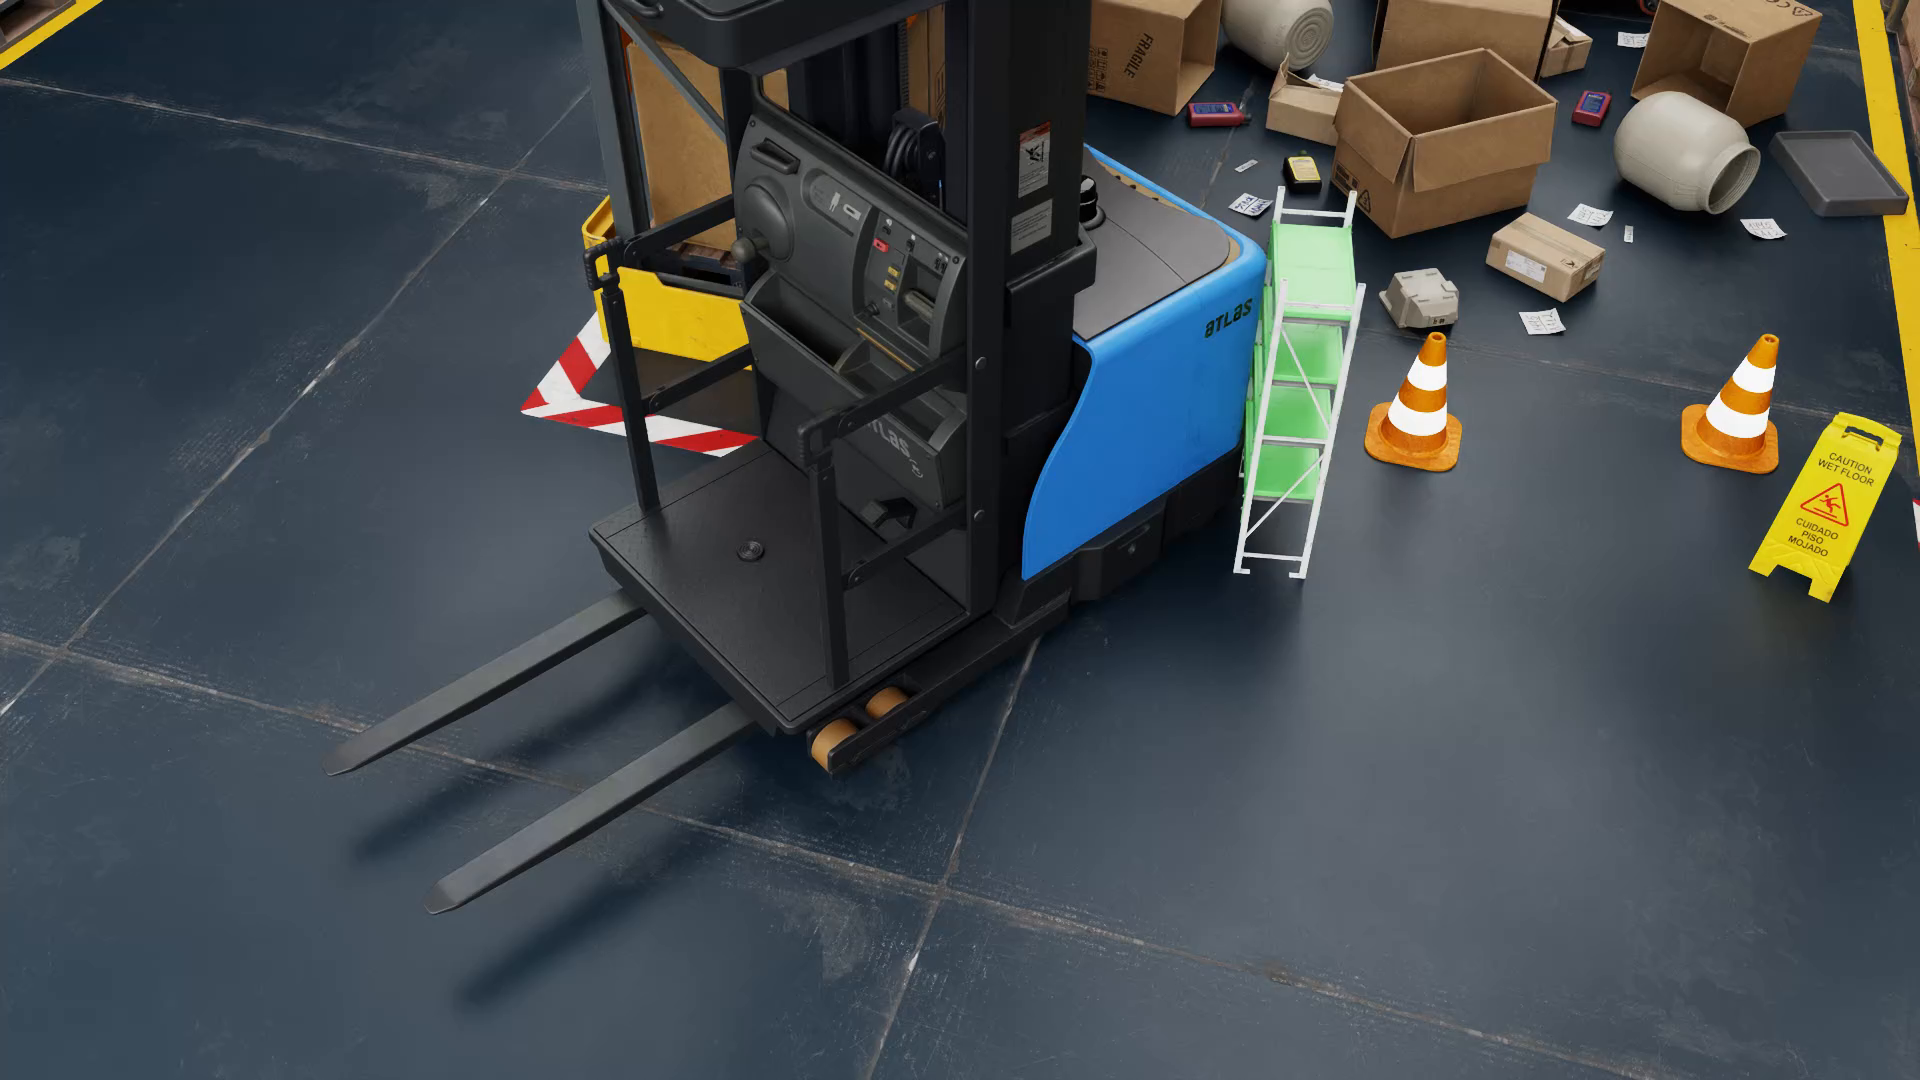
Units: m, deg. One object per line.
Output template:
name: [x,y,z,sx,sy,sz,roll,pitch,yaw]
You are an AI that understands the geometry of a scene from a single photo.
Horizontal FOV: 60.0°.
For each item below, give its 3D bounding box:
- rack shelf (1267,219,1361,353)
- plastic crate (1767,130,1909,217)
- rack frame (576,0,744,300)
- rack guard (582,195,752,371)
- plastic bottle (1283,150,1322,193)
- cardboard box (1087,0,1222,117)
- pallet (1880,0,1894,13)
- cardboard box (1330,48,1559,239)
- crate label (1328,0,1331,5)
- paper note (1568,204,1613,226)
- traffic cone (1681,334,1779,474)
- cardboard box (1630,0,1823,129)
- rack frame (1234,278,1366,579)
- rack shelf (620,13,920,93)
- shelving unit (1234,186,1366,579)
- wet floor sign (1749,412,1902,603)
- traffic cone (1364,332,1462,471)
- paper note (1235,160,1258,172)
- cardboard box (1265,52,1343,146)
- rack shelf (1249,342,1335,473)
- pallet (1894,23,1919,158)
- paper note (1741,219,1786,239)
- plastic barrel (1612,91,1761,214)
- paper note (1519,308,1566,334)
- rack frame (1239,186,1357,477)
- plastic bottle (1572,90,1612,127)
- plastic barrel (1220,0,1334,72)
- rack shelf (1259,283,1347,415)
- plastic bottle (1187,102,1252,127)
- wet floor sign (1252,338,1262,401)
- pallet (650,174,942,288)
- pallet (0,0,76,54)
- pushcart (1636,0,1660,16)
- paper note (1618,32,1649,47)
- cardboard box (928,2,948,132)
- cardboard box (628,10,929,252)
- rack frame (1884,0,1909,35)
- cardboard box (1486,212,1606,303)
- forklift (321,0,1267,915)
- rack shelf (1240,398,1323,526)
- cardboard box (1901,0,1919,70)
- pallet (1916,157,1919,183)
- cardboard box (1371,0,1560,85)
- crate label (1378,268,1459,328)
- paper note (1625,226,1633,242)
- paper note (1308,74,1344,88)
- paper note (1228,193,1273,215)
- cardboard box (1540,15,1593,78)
rack shelf: [1.076,-0.781,5.095,0.258,0.148,0.480,5,45,5]
plastic crate: [3.886,-1.632,7.360,0.402,0.080,0.583,-2,44,-2]
rack frame: [-0.817,-1.863,5.509,1.000,3.000,0.127,13,46,13]
rack guard: [-0.824,-0.953,6.367,1.175,0.500,0.348,13,46,13]
plastic bottle: [1.513,-1.641,7.383,0.133,0.061,0.283,-2,44,-2]
cardboard box: [0.903,-2.384,7.828,0.500,0.500,0.500,20,48,19]
pallet: [5.377,-3.071,8.737,1.003,0.211,1.213,13,46,13]
cardboard box: [2.051,-1.697,7.124,0.797,0.503,0.637,-16,47,-16]
crate label: [1.719,-2.721,8.433,0.298,0.136,0.250,-16,47,-16]
paper note: [2.721,-1.403,7.170,0.148,0.019,0.142,28,51,26]
traffic cone: [2.832,-0.535,5.966,0.336,0.463,0.334,13,46,13]
cardboard box: [3.522,-2.229,7.669,0.500,0.500,0.500,-24,49,-22]
rack frame: [1.048,-0.314,5.213,0.240,1.200,0.015,5,45,5]
rack shelf: [-0.211,-2.939,7.123,1.077,0.370,4.000,13,46,13]
shelving unit: [1.076,-0.483,5.386,0.258,1.200,0.503,5,45,5]
wet floor sign: [2.854,-0.140,5.432,0.267,0.644,0.232,28,51,26]
traffic cone: [1.671,-0.543,5.974,0.336,0.463,0.334,13,46,13]
paper note: [1.285,-1.678,7.458,0.123,0.001,0.032,-33,53,-29]
cardboard box: [1.629,-2.016,7.620,0.396,0.266,0.258,20,48,19]
rack shelf: [1.076,-0.438,5.431,0.258,0.148,0.480,5,45,5]
pallet: [4.973,-2.096,7.741,1.003,0.211,1.213,13,46,13]
paper note: [3.429,-1.334,7.092,0.142,0.019,0.148,-2,44,-2]
plastic barrel: [3.114,-1.658,7.142,0.421,0.421,0.512,-24,49,-22]
paper note: [2.321,-0.872,6.620,0.148,0.019,0.142,-2,44,-2]
rack frame: [1.105,-0.653,5.559,0.240,1.200,0.015,5,45,5]
plastic bottle: [2.965,-2.035,7.786,0.133,0.061,0.283,20,48,19]
plastic barrel: [1.513,-2.527,8.030,0.421,0.421,0.512,-24,49,-22]
rack shelf: [1.076,-0.609,5.263,0.258,0.148,0.480,5,45,5]
plastic bottle: [1.206,-1.977,7.727,0.283,0.061,0.133,-2,44,-2]
wet floor sign: [1.062,-0.583,5.884,0.267,0.644,0.232,5,45,5]
pallet: [-0.649,-1.416,7.046,1.003,0.211,1.213,13,46,13]
pallet: [-5.210,-2.569,8.224,1.003,0.211,1.213,13,46,13]
pushcart: [2.955,-3.060,8.608,1.648,0.377,0.936,-2,44,-2]
paper note: [3.356,-2.495,8.278,0.148,0.019,0.142,13,46,13]
cardboard box: [-0.410,-2.306,7.181,0.875,0.875,0.875,12,46,12]
cardboard box: [-0.674,-1.720,6.581,0.875,0.875,0.875,13,46,13]
rack frame: [5.143,-3.548,7.231,1.000,3.000,0.127,13,46,13]
cardboard box: [2.403,-1.164,6.833,0.250,0.149,0.380,-33,53,-29]
forklift: [-0.475,-0.761,4.432,3.031,2.935,1.130,-31,52,-28]
rack shelf: [1.076,-0.266,5.598,0.258,0.148,0.480,5,45,5]
cardboard box: [4.707,-2.379,7.702,0.500,0.250,0.500,11,45,11]
pallet: [4.606,-1.280,6.907,1.003,0.211,1.213,13,46,13]
cardboard box: [2.326,-2.370,7.715,0.797,0.637,0.503,13,46,13]
crate label: [1.850,-0.964,6.637,0.250,0.136,0.298,-9,45,-9]
paper note: [2.845,-1.302,7.074,0.032,0.001,0.123,13,46,13]
paper note: [1.727,-2.172,7.954,0.172,0.023,0.155,28,51,26]
paper note: [1.264,-1.459,7.220,0.144,0.017,0.142,28,51,26]
cardboard box: [2.851,-2.482,8.097,0.258,0.266,0.396,-16,47,-16]
